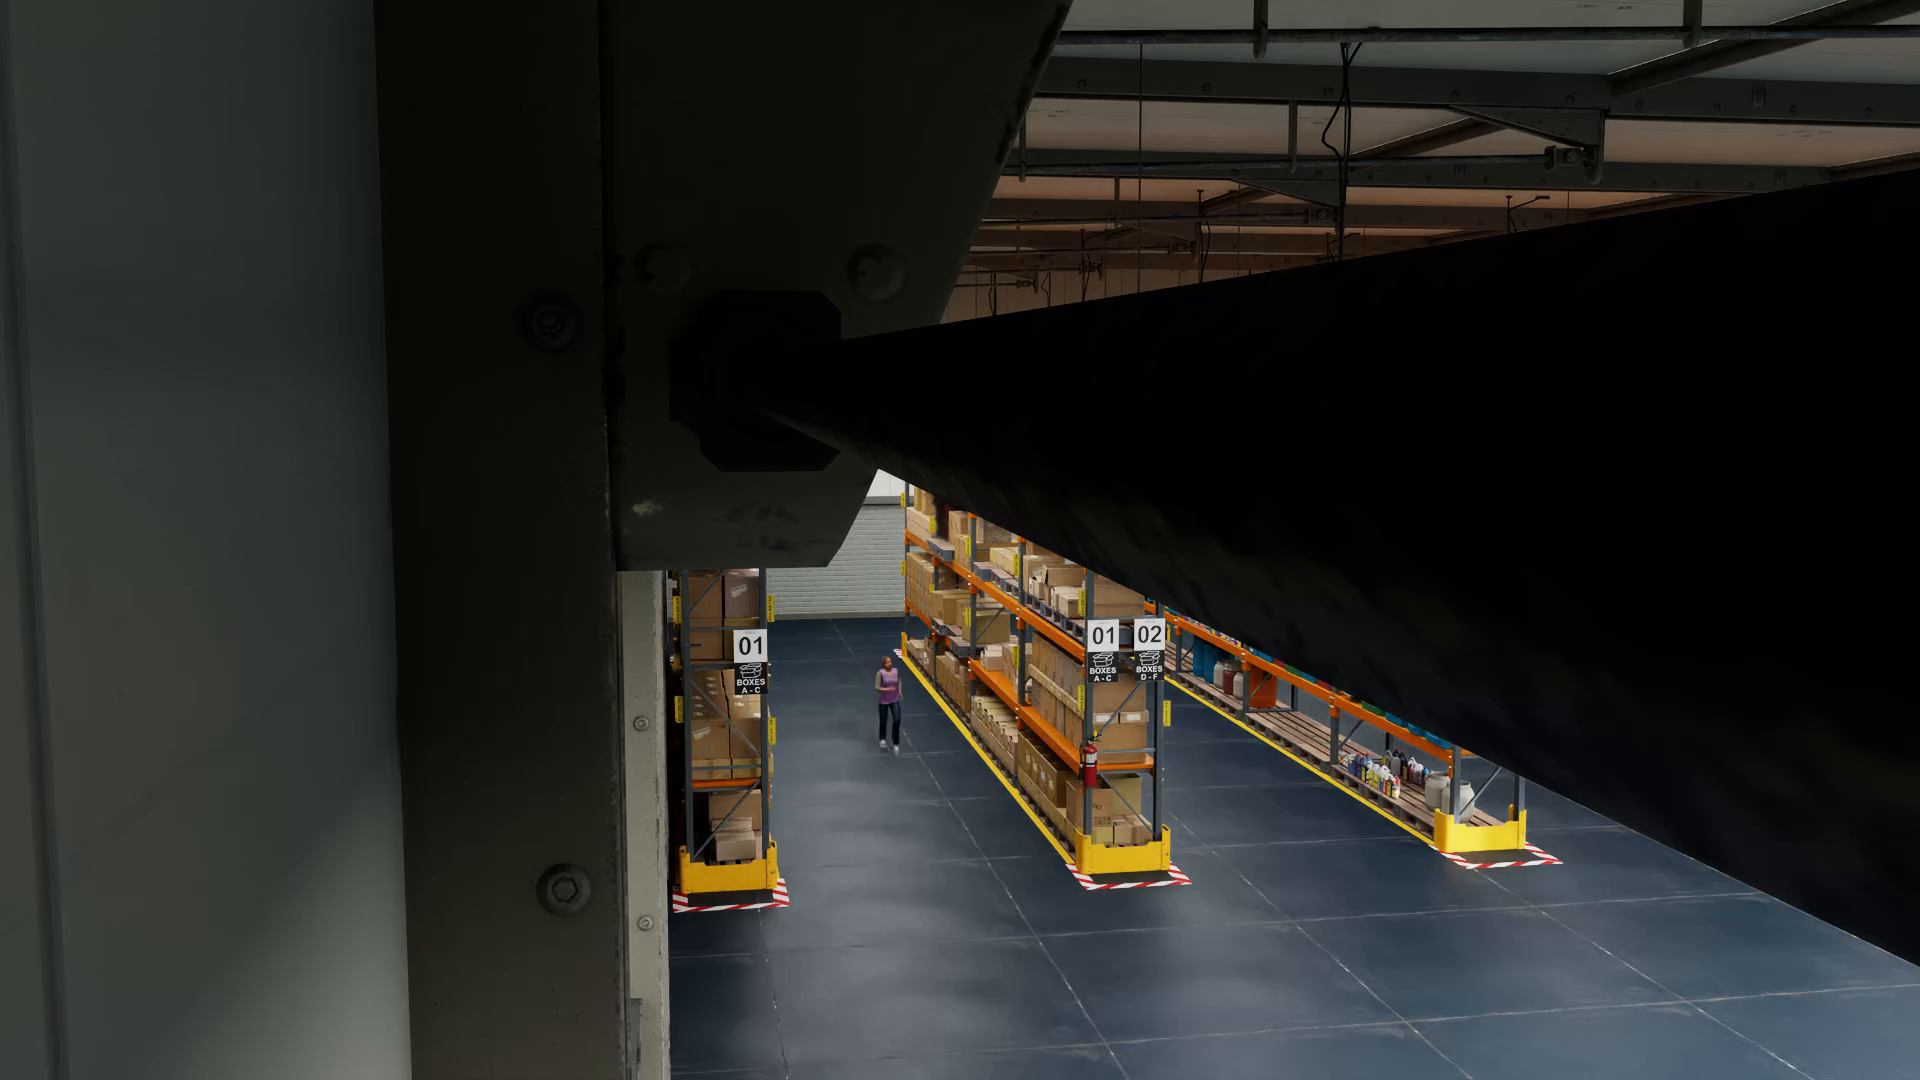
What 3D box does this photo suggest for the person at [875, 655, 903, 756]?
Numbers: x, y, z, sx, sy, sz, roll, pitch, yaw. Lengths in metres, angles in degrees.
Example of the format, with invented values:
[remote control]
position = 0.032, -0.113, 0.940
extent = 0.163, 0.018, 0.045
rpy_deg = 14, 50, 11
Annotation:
[person]
position = -1.167, 2.699, 27.339
extent = 0.504, 1.638, 0.711
rpy_deg = -2, 6, -16
